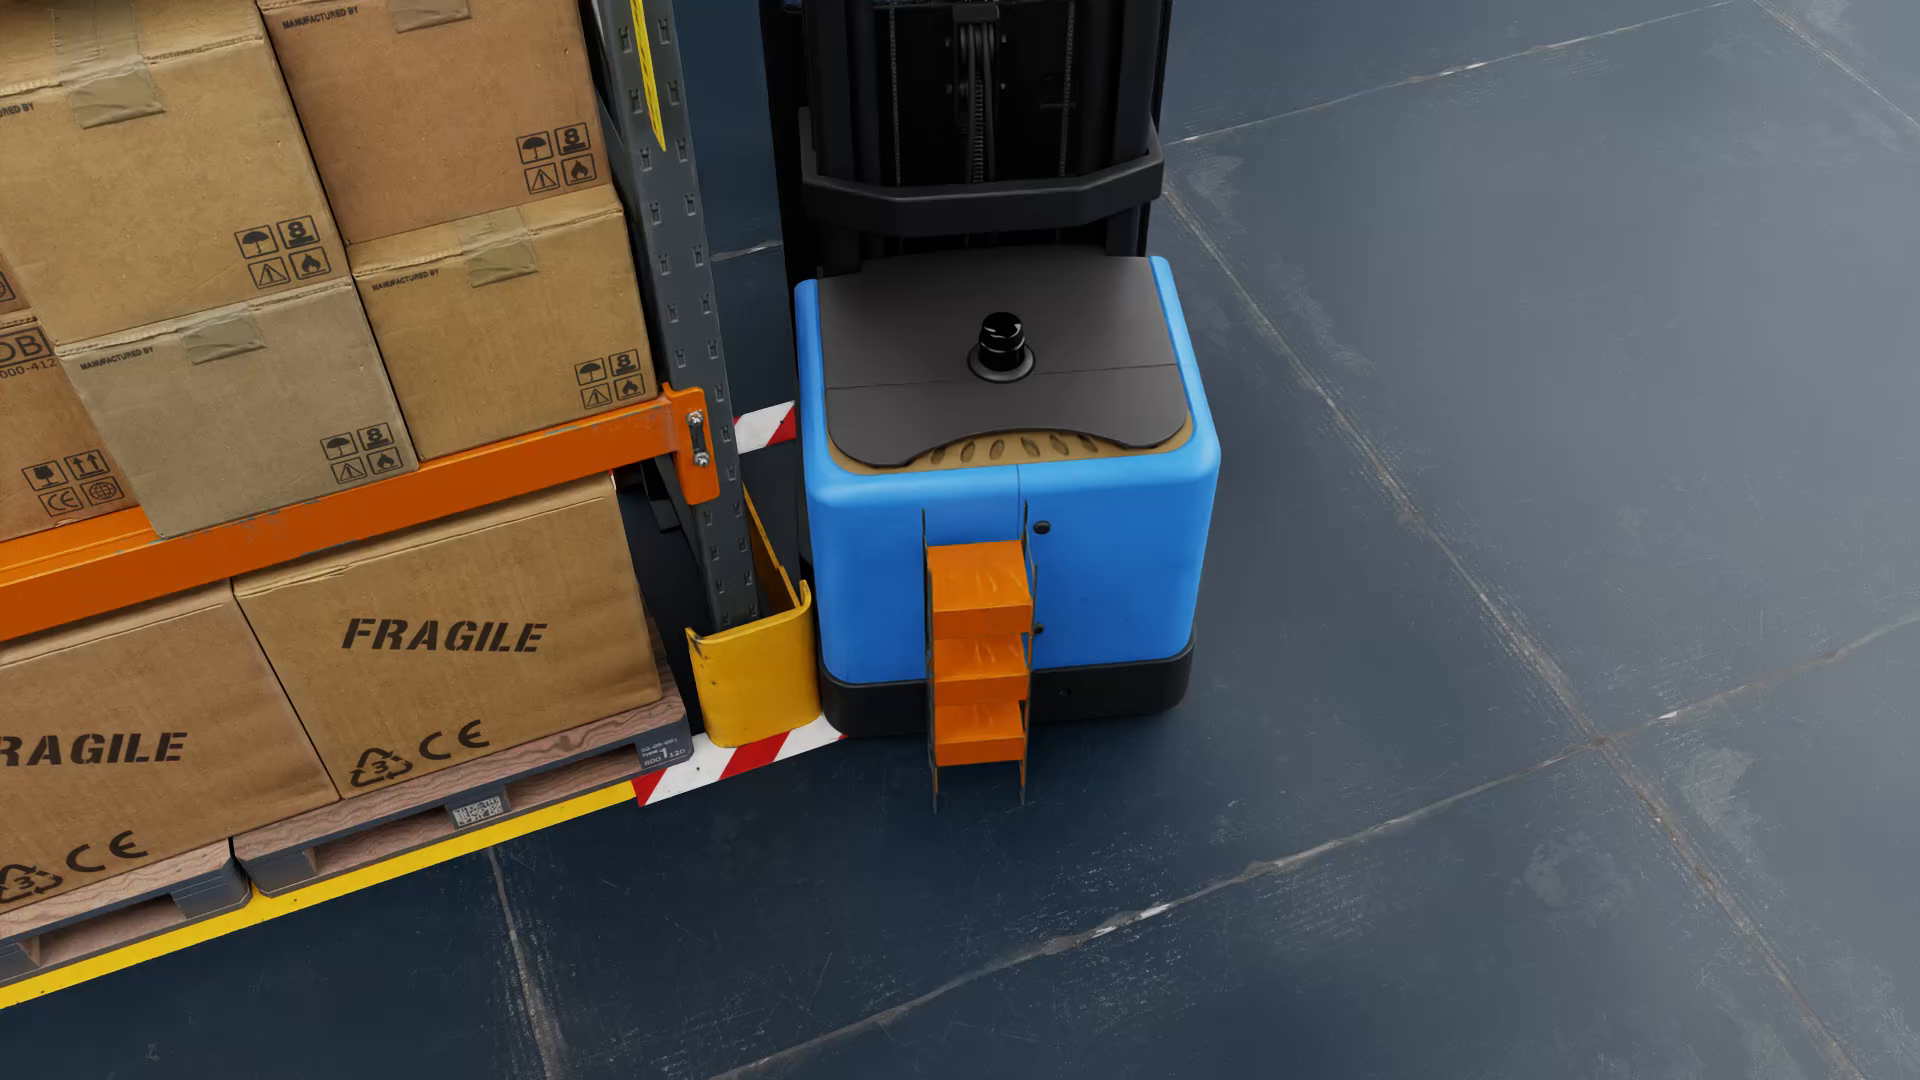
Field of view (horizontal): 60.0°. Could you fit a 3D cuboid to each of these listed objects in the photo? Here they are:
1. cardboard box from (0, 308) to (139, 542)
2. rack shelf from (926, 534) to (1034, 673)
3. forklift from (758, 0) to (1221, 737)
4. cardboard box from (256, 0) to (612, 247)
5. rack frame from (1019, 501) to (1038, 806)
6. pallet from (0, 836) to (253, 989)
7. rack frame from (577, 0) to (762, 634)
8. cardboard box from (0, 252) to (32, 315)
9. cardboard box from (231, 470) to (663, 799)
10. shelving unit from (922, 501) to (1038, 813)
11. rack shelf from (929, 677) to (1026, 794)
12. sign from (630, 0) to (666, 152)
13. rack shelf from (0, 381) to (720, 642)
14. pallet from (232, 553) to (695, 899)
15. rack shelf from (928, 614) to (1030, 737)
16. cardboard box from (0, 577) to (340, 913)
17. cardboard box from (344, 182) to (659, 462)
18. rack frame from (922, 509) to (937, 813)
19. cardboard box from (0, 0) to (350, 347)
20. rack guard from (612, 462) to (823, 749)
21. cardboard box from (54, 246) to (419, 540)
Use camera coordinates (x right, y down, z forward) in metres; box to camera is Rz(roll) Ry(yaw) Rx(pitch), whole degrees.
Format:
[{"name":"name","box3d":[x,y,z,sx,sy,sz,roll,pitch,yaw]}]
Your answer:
[{"name":"cardboard box","box3d":[-2.174,-0.485,3.591,0.550,0.550,0.875,-17,52,-14]},{"name":"rack shelf","box3d":[0.044,0.156,4.063,0.240,0.259,0.215,-4,50,-4]},{"name":"forklift","box3d":[-0.010,-1.528,4.630,1.130,2.935,3.031,-4,49,-4]},{"name":"cardboard box","box3d":[-1.139,-1.142,3.443,0.550,0.550,0.875,-17,52,-14]},{"name":"rack frame","box3d":[0.165,0.323,4.279,0.008,1.050,0.200,-4,50,-4]},{"name":"pallet","box3d":[-2.619,0.720,4.493,1.213,0.211,1.003,-17,52,-14]},{"name":"rack frame","box3d":[-0.781,-0.820,3.977,0.127,3.000,1.000,-17,52,-14]},{"name":"cardboard box","box3d":[-2.183,-0.854,3.195,0.550,0.550,0.875,-17,52,-14]},{"name":"cardboard box","box3d":[-1.383,-0.024,4.417,0.875,0.875,0.875,-17,51,-14]},{"name":"shelving unit","box3d":[0.044,0.332,4.272,0.252,1.050,0.215,-4,50,-4]},{"name":"rack shelf","box3d":[0.044,0.518,4.492,0.240,0.259,0.215,-4,50,-4]},{"name":"sign","box3d":[-0.588,-0.890,3.117,0.005,0.325,0.100,-17,52,-14]},{"name":"rack shelf","box3d":[-2.632,-0.012,3.757,4.000,0.370,1.077,-17,52,-14]},{"name":"pallet","box3d":[-1.491,0.373,4.791,1.213,0.211,1.003,-17,52,-14]},{"name":"rack shelf","box3d":[0.044,0.339,4.280,0.240,0.259,0.215,-4,50,-4]},{"name":"cardboard box","box3d":[-2.197,0.230,4.199,0.875,0.875,0.875,-18,52,-15]},{"name":"cardboard box","box3d":[-1.107,-0.731,3.801,0.550,0.550,0.875,-17,52,-14]},{"name":"rack frame","box3d":[-0.078,0.341,4.264,0.008,1.050,0.200,-4,50,-4]},{"name":"cardboard box","box3d":[-1.613,-0.919,3.251,0.550,0.550,0.875,-17,52,-14]},{"name":"rack guard","box3d":[-0.758,-0.013,4.931,0.348,0.500,1.175,-17,52,-14]},{"name":"cardboard box","box3d":[-1.608,-0.558,3.653,0.550,0.550,0.875,-17,52,-14]}]
